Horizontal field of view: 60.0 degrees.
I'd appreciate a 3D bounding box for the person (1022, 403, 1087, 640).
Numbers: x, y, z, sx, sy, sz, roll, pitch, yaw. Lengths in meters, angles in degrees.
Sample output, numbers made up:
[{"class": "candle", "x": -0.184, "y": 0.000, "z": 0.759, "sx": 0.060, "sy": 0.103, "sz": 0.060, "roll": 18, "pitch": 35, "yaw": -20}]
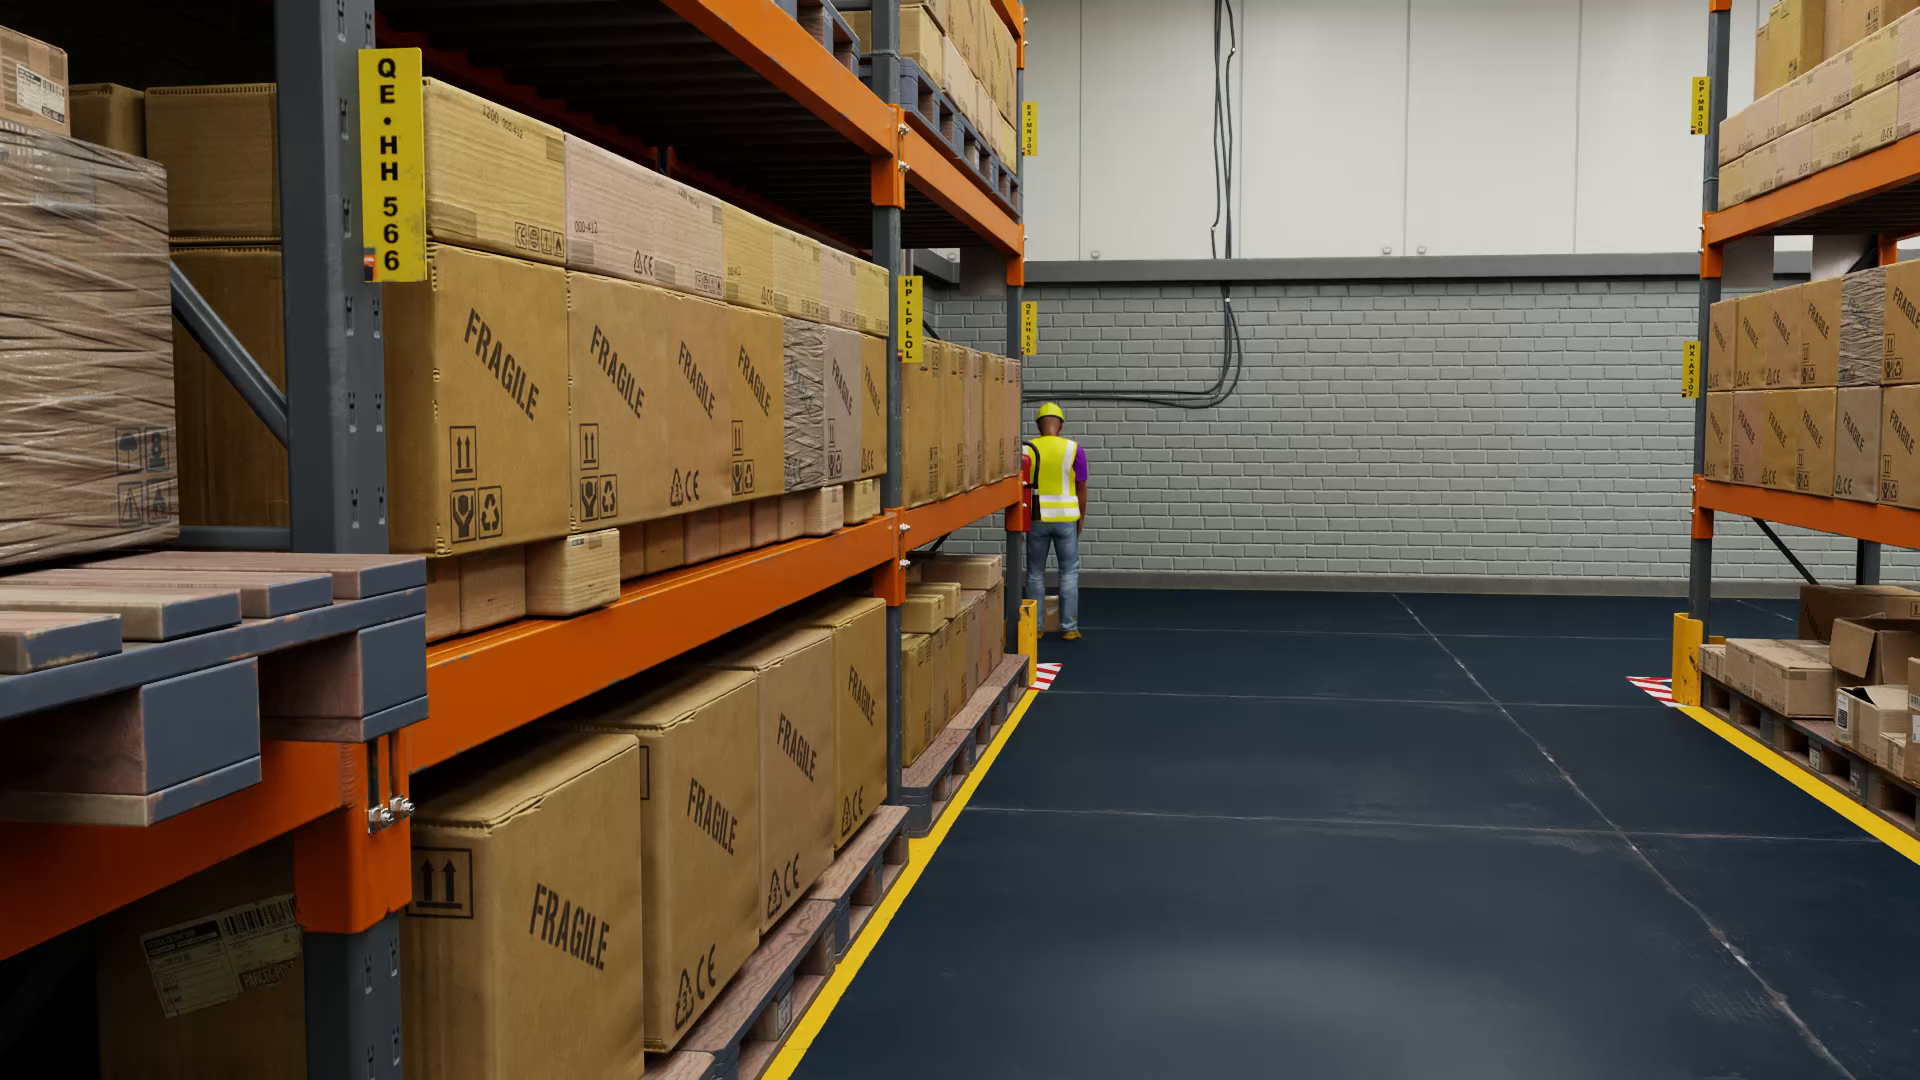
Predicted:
[{"class": "person", "x": 0.666, "y": -0.139, "z": 12.388, "sx": 0.573, "sy": 1.754, "sz": 0.384, "roll": 1, "pitch": 5, "yaw": 10}]
